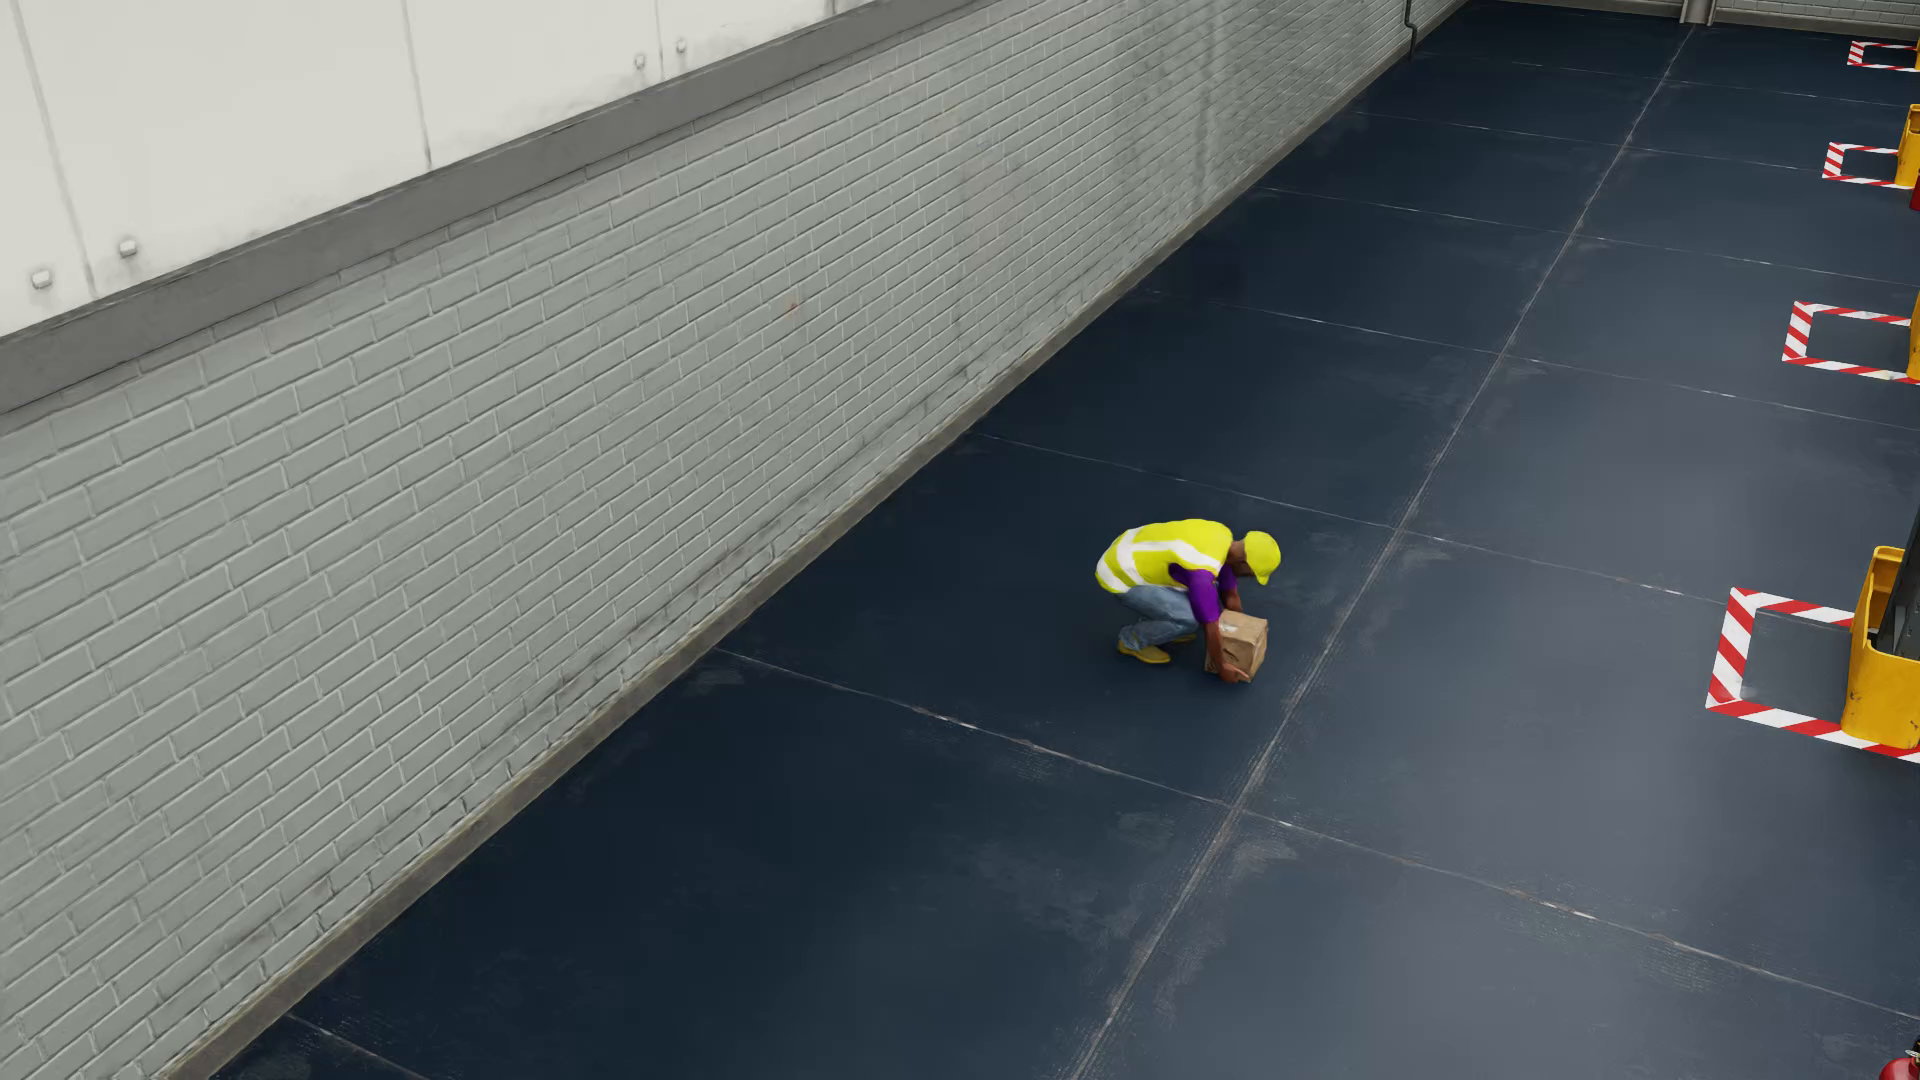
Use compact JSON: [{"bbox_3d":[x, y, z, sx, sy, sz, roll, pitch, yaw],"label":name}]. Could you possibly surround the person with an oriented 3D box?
[{"bbox_3d":[1.206,0.272,8.830,0.943,0.863,0.537,14,33,22],"label":"person"}]
